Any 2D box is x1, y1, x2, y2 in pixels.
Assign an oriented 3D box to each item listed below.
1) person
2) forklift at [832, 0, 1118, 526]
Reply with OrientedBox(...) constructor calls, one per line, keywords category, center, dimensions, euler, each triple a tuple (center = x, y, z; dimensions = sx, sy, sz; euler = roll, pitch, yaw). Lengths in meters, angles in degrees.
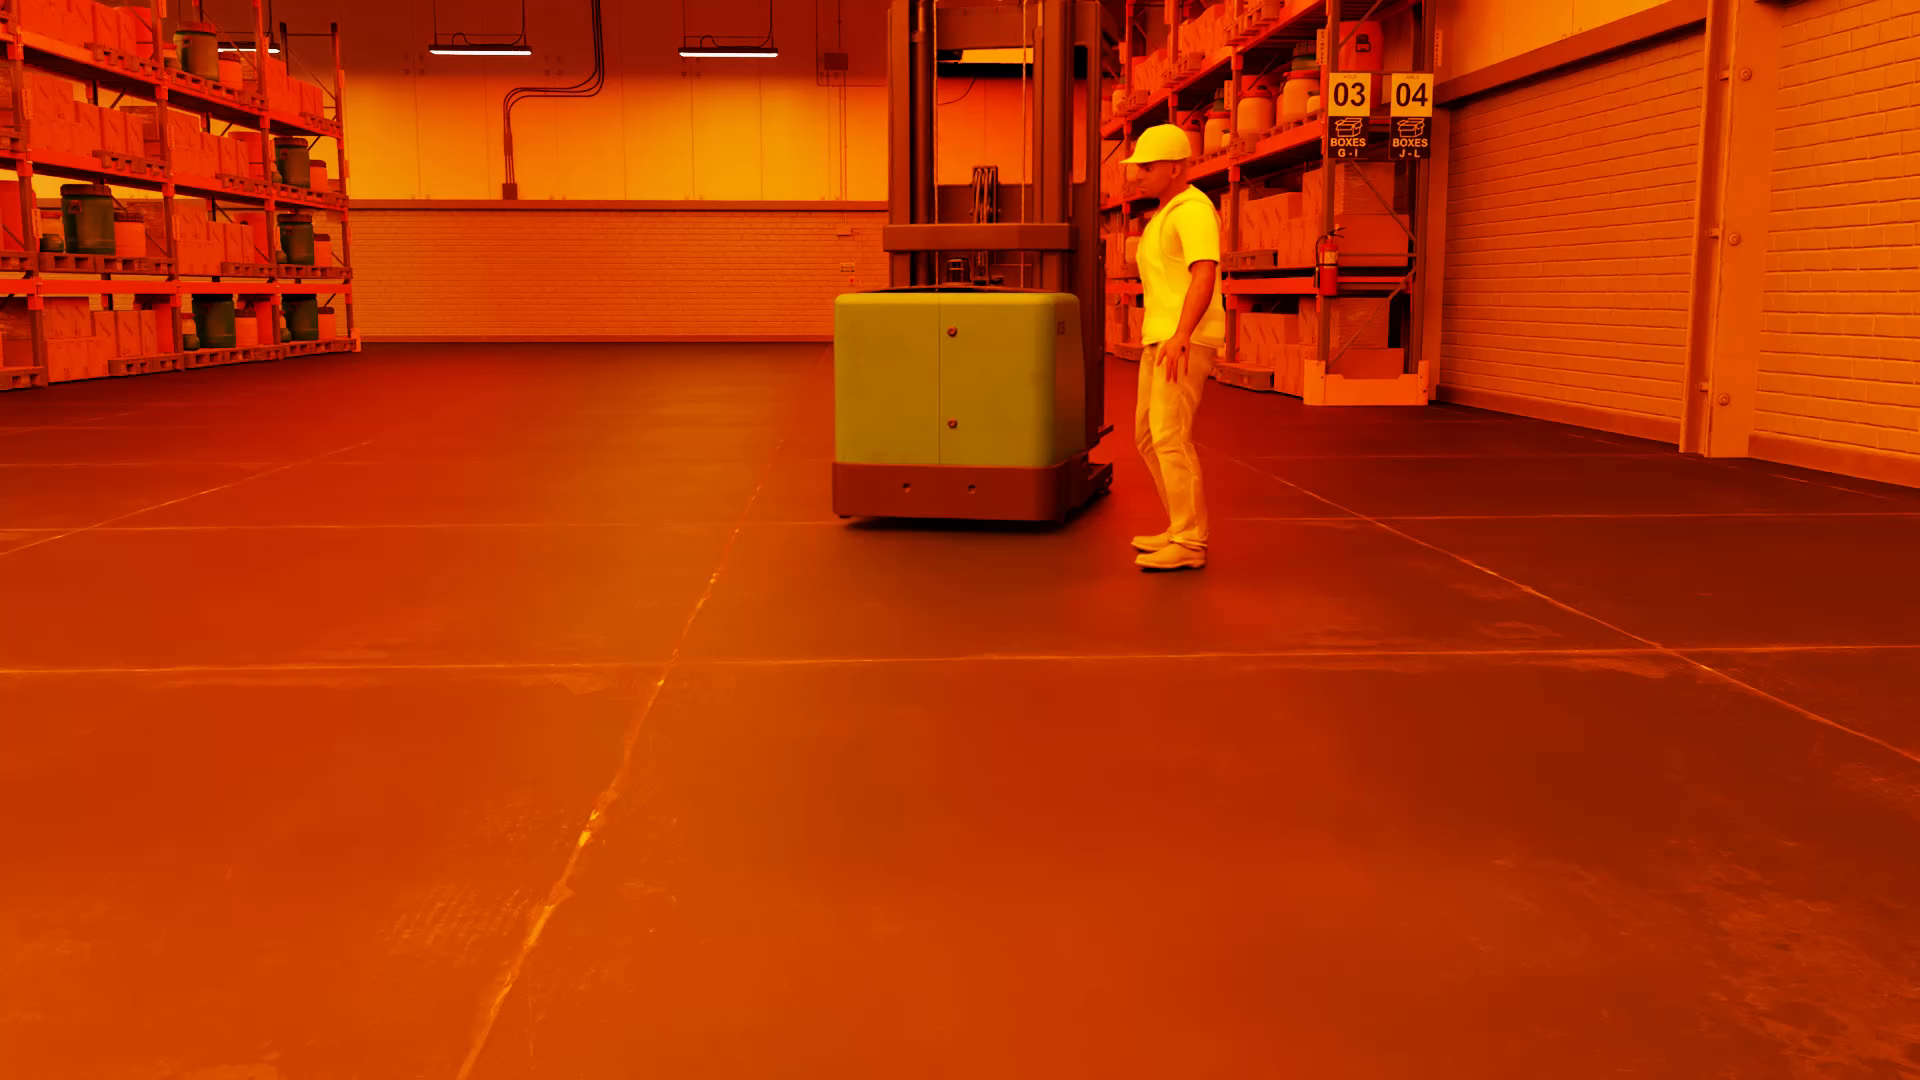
OrientedBox(category="person", center=(0.850, -0.794, 6.737), dimensions=(0.413, 1.740, 0.816), euler=(-1, 8, -6))
OrientedBox(category="forklift", center=(0.226, -1.693, 8.735), dimensions=(1.130, 2.935, 3.031), euler=(2, 9, 12))
